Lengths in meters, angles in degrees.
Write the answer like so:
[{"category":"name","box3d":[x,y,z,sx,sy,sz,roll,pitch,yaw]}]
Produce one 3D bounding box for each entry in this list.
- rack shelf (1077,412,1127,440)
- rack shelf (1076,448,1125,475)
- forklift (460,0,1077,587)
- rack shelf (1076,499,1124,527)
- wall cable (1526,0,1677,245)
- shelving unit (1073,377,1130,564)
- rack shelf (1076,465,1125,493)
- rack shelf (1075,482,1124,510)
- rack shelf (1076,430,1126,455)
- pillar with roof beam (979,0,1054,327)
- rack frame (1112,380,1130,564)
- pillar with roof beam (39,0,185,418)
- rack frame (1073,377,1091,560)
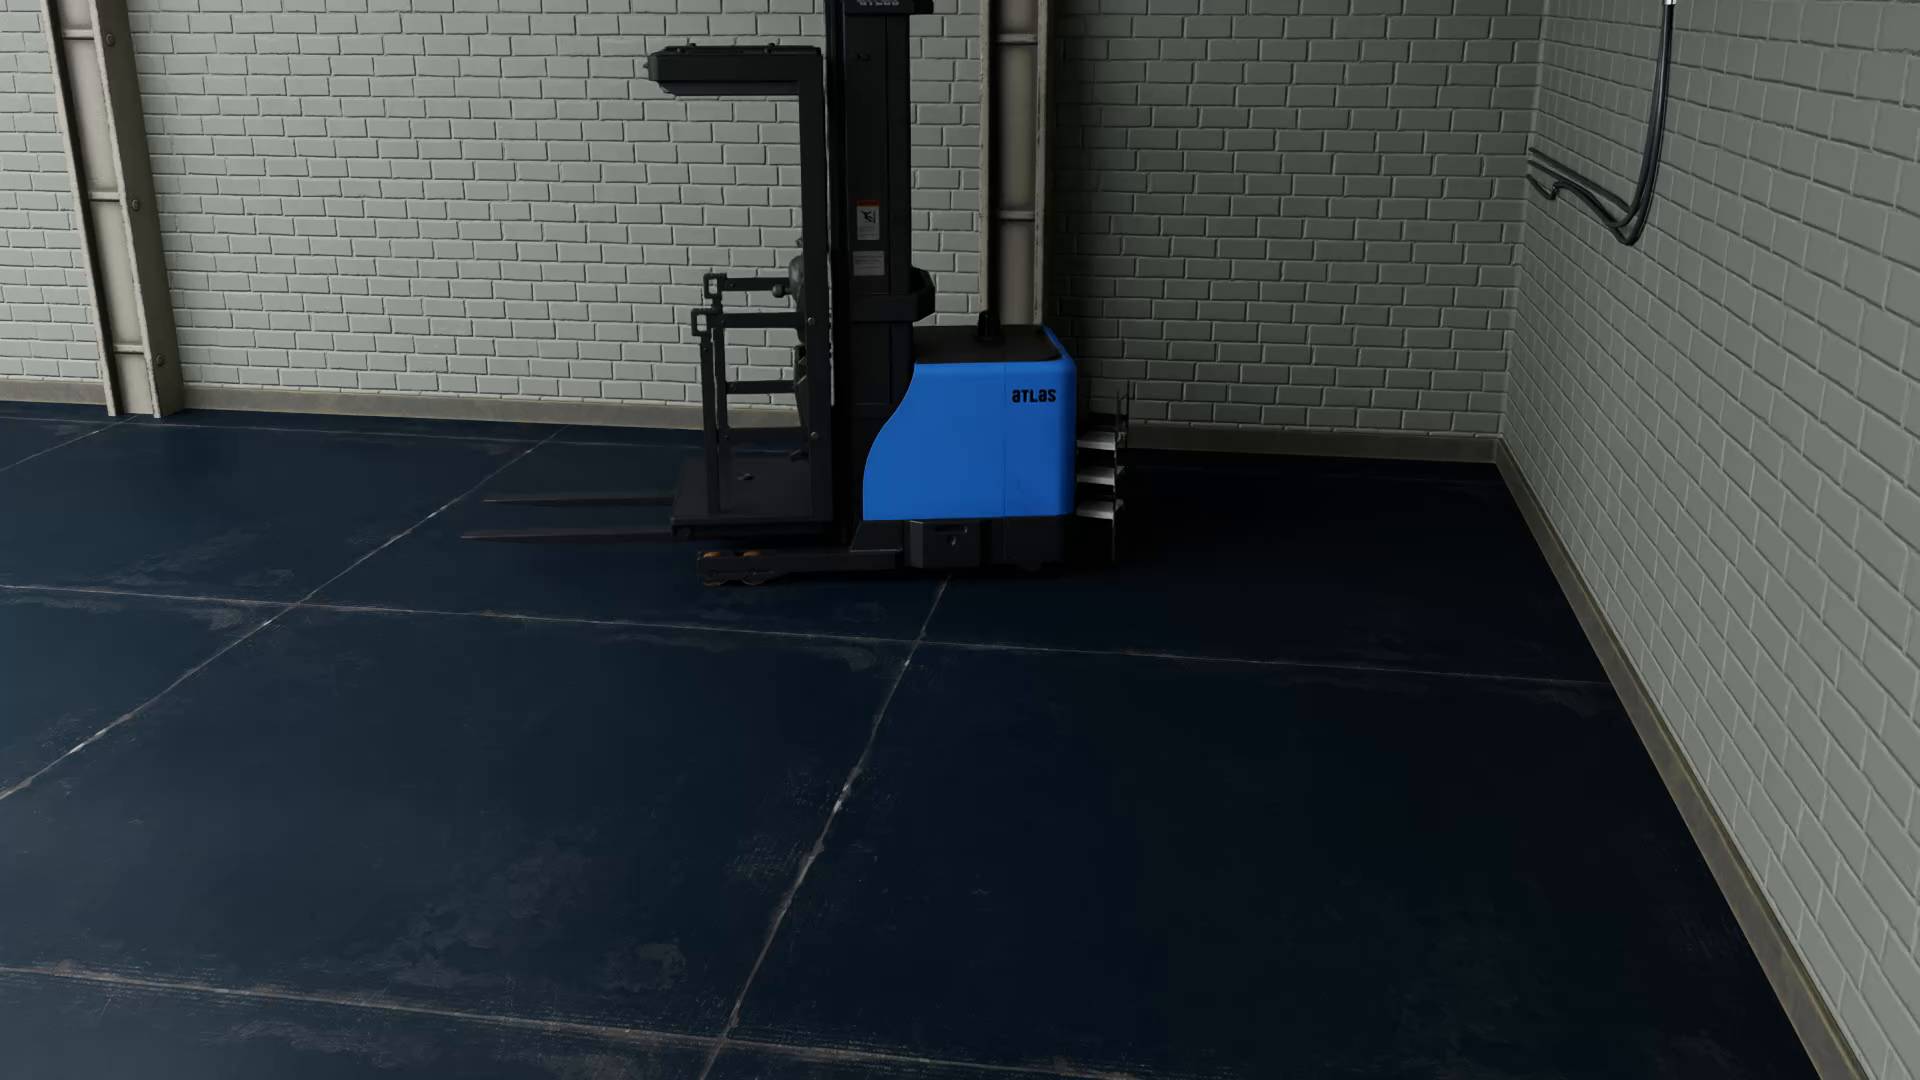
[{"category":"rack shelf","box3d":[0.717,-0.576,8.362,0.200,0.077,0.258,6,19,18]},{"category":"rack shelf","box3d":[0.717,-0.406,8.419,0.200,0.077,0.258,6,19,18]},{"category":"forklift","box3d":[-0.967,-1.337,8.181,3.031,2.935,1.130,-2,19,-5]},{"category":"rack shelf","box3d":[0.717,-0.150,8.505,0.200,0.077,0.258,6,19,18]},{"category":"wall cable","box3d":[3.034,-2.816,7.932,0.112,2.526,3.097,3,19,9]},{"category":"shelving unit","box3d":[0.717,-0.352,8.437,0.210,0.900,0.258,6,19,18]},{"category":"rack shelf","box3d":[0.717,-0.320,8.448,0.200,0.077,0.258,6,19,18]},{"category":"rack shelf","box3d":[0.717,-0.235,8.476,0.200,0.077,0.258,6,19,18]},{"category":"rack shelf","box3d":[0.717,-0.491,8.390,0.200,0.077,0.258,6,19,18]},{"category":"pillar with roof beam","box3d":[-0.348,-3.503,5.090,0.400,9.000,9.100,3,19,9]},{"category":"rack frame","box3d":[0.813,-0.342,8.406,0.006,0.900,0.240,6,19,18]},{"category":"pillar with roof beam","box3d":[-6.272,-3.805,5.992,0.400,9.000,9.100,3,19,9]},{"category":"rack frame","box3d":[0.621,-0.363,8.468,0.006,0.900,0.240,6,19,18]}]
